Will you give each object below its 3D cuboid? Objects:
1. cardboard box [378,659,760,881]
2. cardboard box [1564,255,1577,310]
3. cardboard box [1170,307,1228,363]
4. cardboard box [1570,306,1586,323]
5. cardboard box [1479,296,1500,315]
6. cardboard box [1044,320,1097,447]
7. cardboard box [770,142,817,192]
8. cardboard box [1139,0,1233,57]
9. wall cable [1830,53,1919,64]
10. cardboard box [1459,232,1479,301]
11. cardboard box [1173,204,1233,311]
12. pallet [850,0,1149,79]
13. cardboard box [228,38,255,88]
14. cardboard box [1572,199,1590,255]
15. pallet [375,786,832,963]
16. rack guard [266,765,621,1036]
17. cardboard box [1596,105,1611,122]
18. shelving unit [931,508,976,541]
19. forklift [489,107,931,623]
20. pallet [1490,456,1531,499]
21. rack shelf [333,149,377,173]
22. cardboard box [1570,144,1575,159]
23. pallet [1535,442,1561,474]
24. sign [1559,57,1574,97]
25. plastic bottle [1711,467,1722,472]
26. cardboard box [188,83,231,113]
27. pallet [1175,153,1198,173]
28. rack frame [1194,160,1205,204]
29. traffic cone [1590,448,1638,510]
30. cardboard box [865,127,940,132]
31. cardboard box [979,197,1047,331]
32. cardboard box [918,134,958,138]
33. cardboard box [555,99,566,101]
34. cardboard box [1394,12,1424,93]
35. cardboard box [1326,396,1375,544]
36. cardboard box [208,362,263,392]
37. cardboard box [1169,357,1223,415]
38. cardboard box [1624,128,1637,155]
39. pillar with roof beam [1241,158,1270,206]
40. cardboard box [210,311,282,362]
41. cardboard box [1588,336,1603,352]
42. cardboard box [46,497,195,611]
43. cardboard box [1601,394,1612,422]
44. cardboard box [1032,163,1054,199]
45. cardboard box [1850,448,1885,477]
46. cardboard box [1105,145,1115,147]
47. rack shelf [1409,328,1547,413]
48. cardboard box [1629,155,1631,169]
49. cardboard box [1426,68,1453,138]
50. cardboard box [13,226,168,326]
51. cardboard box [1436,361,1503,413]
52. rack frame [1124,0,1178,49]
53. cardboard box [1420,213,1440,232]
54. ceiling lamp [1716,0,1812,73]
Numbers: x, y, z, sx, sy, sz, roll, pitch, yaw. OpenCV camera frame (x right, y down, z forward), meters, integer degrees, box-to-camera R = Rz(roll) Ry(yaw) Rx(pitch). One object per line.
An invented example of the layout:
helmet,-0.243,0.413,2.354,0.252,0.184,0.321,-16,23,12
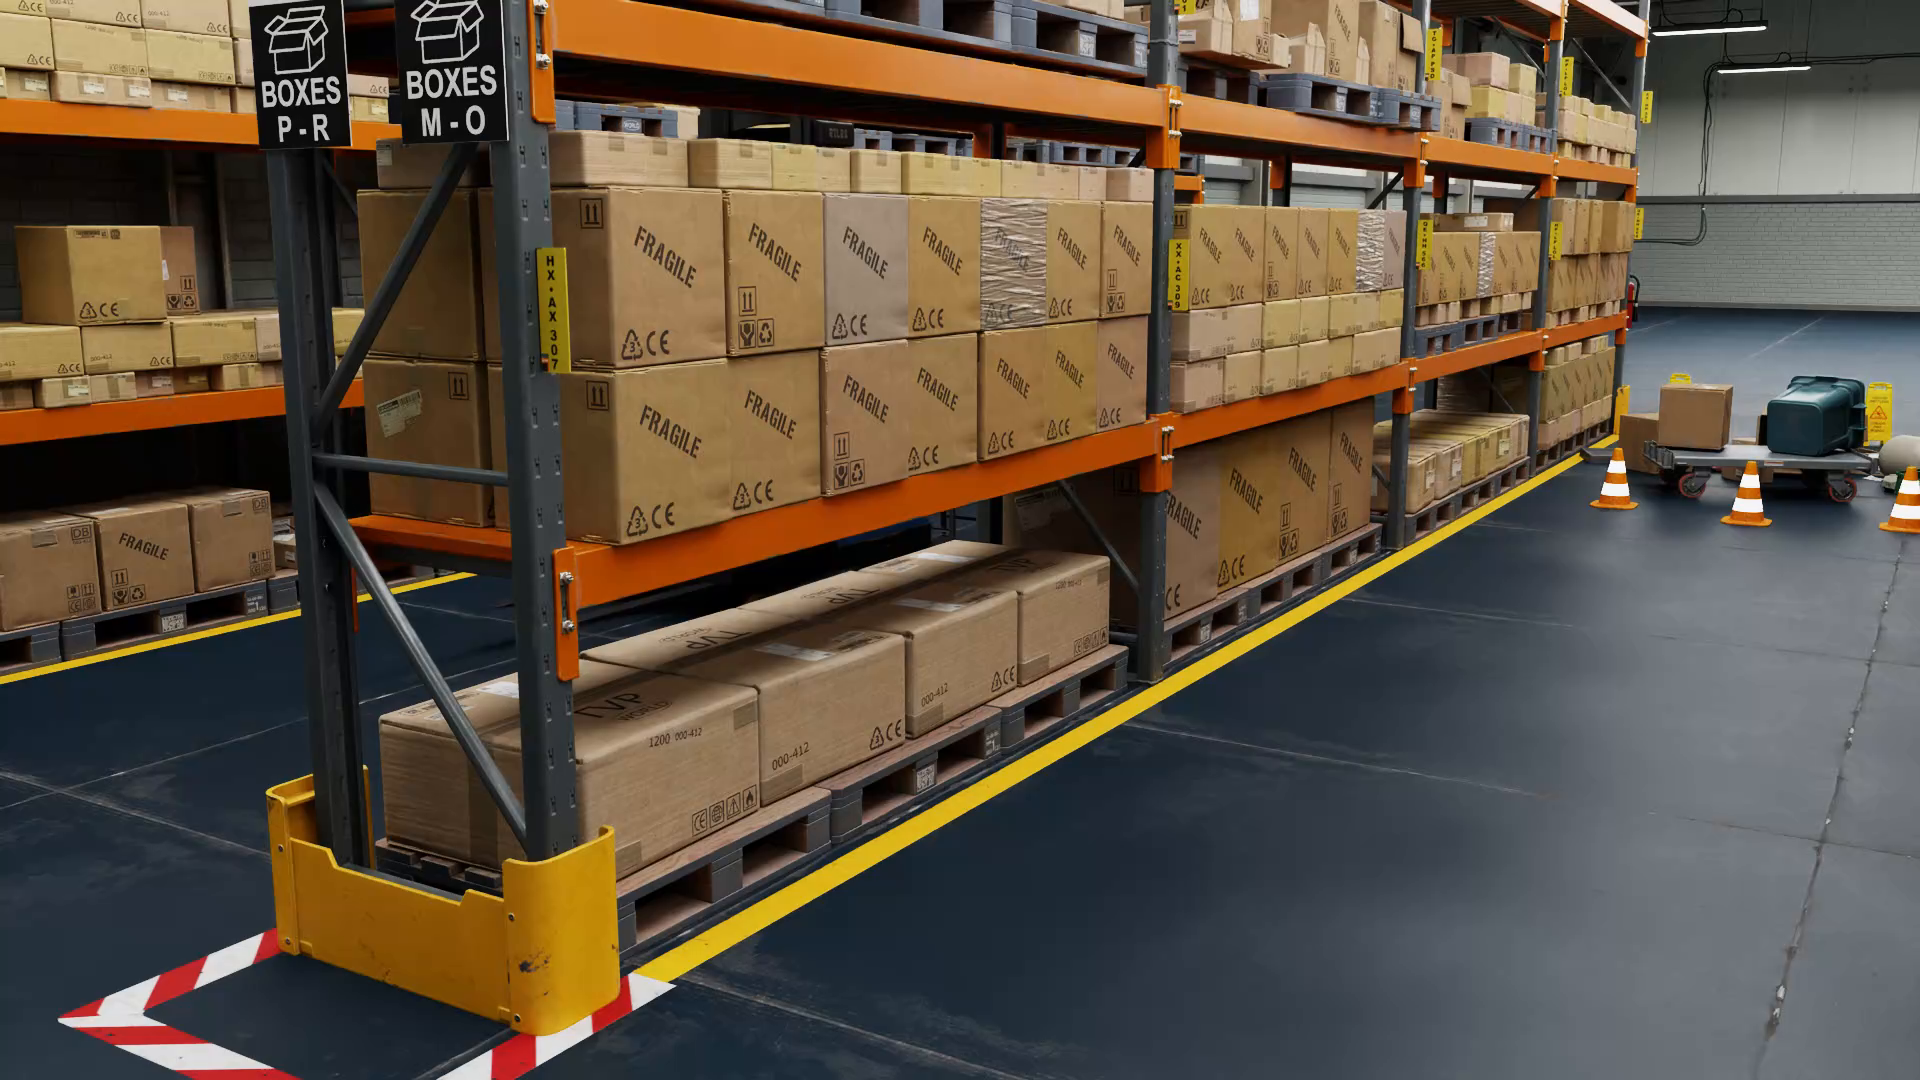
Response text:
cardboard box,-1.280,0.749,5.540,0.875,0.438,0.875,6,12,29
cardboard box,5.401,-2.397,15.442,0.500,0.500,0.500,6,12,30
cardboard box,1.009,-1.034,8.291,0.500,0.250,0.500,6,12,29
cardboard box,5.803,-2.174,16.012,0.380,0.149,0.250,6,12,31
cardboard box,4.120,-1.895,13.379,0.380,0.149,0.250,6,12,31
cardboard box,0.255,-0.690,7.133,0.500,0.500,0.500,6,12,29
cardboard box,-0.686,-1.201,5.380,0.380,0.149,0.250,6,12,29
cardboard box,1.099,-2.480,8.037,0.396,0.266,0.258,6,12,30
wall cable,24.586,-13.799,43.476,3.097,2.526,0.112,6,12,31
cardboard box,3.583,-2.066,12.533,0.500,0.500,0.500,7,12,32
cardboard box,1.014,-1.402,8.219,0.500,0.500,0.500,7,12,31
pallet,0.106,-2.123,7.147,1.003,0.211,1.213,6,12,31
cardboard box,-4.002,-2.658,9.362,0.500,0.250,0.500,6,12,29
cardboard box,5.391,-2.892,15.366,0.700,0.500,0.500,6,12,31
pallet,-1.189,1.047,5.705,1.003,0.211,1.213,6,12,31
rack guard,-1.549,1.042,4.947,1.175,0.500,0.348,6,12,31
cardboard box,6.079,-4.124,16.112,0.380,0.149,0.250,7,13,32
shelving unit,-0.086,-1.006,11.536,0.431,2.100,0.503,6,12,31
forklift,-1.402,-1.075,9.647,1.130,2.935,3.031,7,13,32
pallet,4.290,-0.585,14.420,1.003,0.211,1.213,6,12,31
rack shelf,-2.666,-2.729,12.097,1.077,0.370,4.000,6,12,31
cardboard box,5.447,-3.576,15.348,0.380,0.149,0.250,7,13,32
pallet,5.012,-0.817,15.657,1.003,0.211,1.213,6,12,31
sign,5.170,-3.948,14.178,0.100,0.325,0.005,6,12,31
plastic bottle,6.966,-0.658,15.215,0.133,0.061,0.283,9,14,40
cardboard box,-4.210,-2.403,9.083,0.380,0.149,0.250,7,13,33
pallet,2.137,-4.503,19.859,1.003,0.211,1.213,6,12,31
rack frame,2.526,-3.181,20.708,1.000,3.000,0.127,6,12,31
traffic cone,5.246,-0.502,13.295,0.336,0.463,0.334,6,12,31
cardboard box,-0.515,-3.953,14.994,0.500,0.500,0.500,7,13,32
cardboard box,0.004,-1.100,6.604,0.500,0.500,0.500,7,12,31
cardboard box,-0.187,-3.993,16.162,0.380,0.149,0.250,6,12,31
cardboard box,-3.010,-3.167,11.753,0.380,0.149,0.250,6,12,31
cardboard box,2.550,-3.107,10.740,0.797,0.503,0.637,6,12,27
cardboard box,2.187,-0.510,11.077,0.875,0.875,0.875,6,12,30
cardboard box,-4.153,-0.928,9.358,0.380,0.149,0.250,6,12,30
cardboard box,0.994,-0.790,8.346,0.500,0.250,0.500,6,12,29
cardboard box,6.735,-4.148,17.321,0.500,0.250,0.500,6,12,30
pillar with roof beam,8.188,-6.639,22.874,9.100,9.000,0.400,6,12,31
cardboard box,-4.008,-1.183,9.633,0.500,0.250,0.500,6,12,31
cardboard box,6.311,-1.995,16.905,0.380,0.149,0.250,7,12,32
cardboard box,-4.545,0.066,9.015,0.500,0.500,0.500,7,12,32
cardboard box,6.568,-1.406,17.556,0.500,0.250,0.500,6,12,30
cardboard box,0.168,-1.490,6.923,0.380,0.149,0.250,6,12,30
cardboard box,8.295,-0.724,15.012,0.396,0.266,0.258,9,14,40
cardboard box,1.479,-4.420,18.128,0.396,0.266,0.258,6,12,29
rack shelf,3.655,-1.410,13.204,1.077,0.370,4.000,6,12,31
cardboard box,6.824,-3.975,17.483,0.380,0.149,0.250,6,12,31
cardboard box,3.117,-3.121,11.963,0.700,0.500,0.500,6,12,31
cardboard box,-4.537,-1.387,8.688,0.500,0.500,0.500,7,13,32
cardboard box,4.771,-1.420,15.597,0.500,0.500,0.500,6,12,30
rack frame,0.540,-3.769,7.545,1.000,3.000,0.127,6,12,31
cardboard box,3.671,-2.578,13.503,0.380,0.149,0.250,7,13,34
ceiling lamp,19.022,-12.632,39.026,2.000,3.185,0.800,6,12,31
